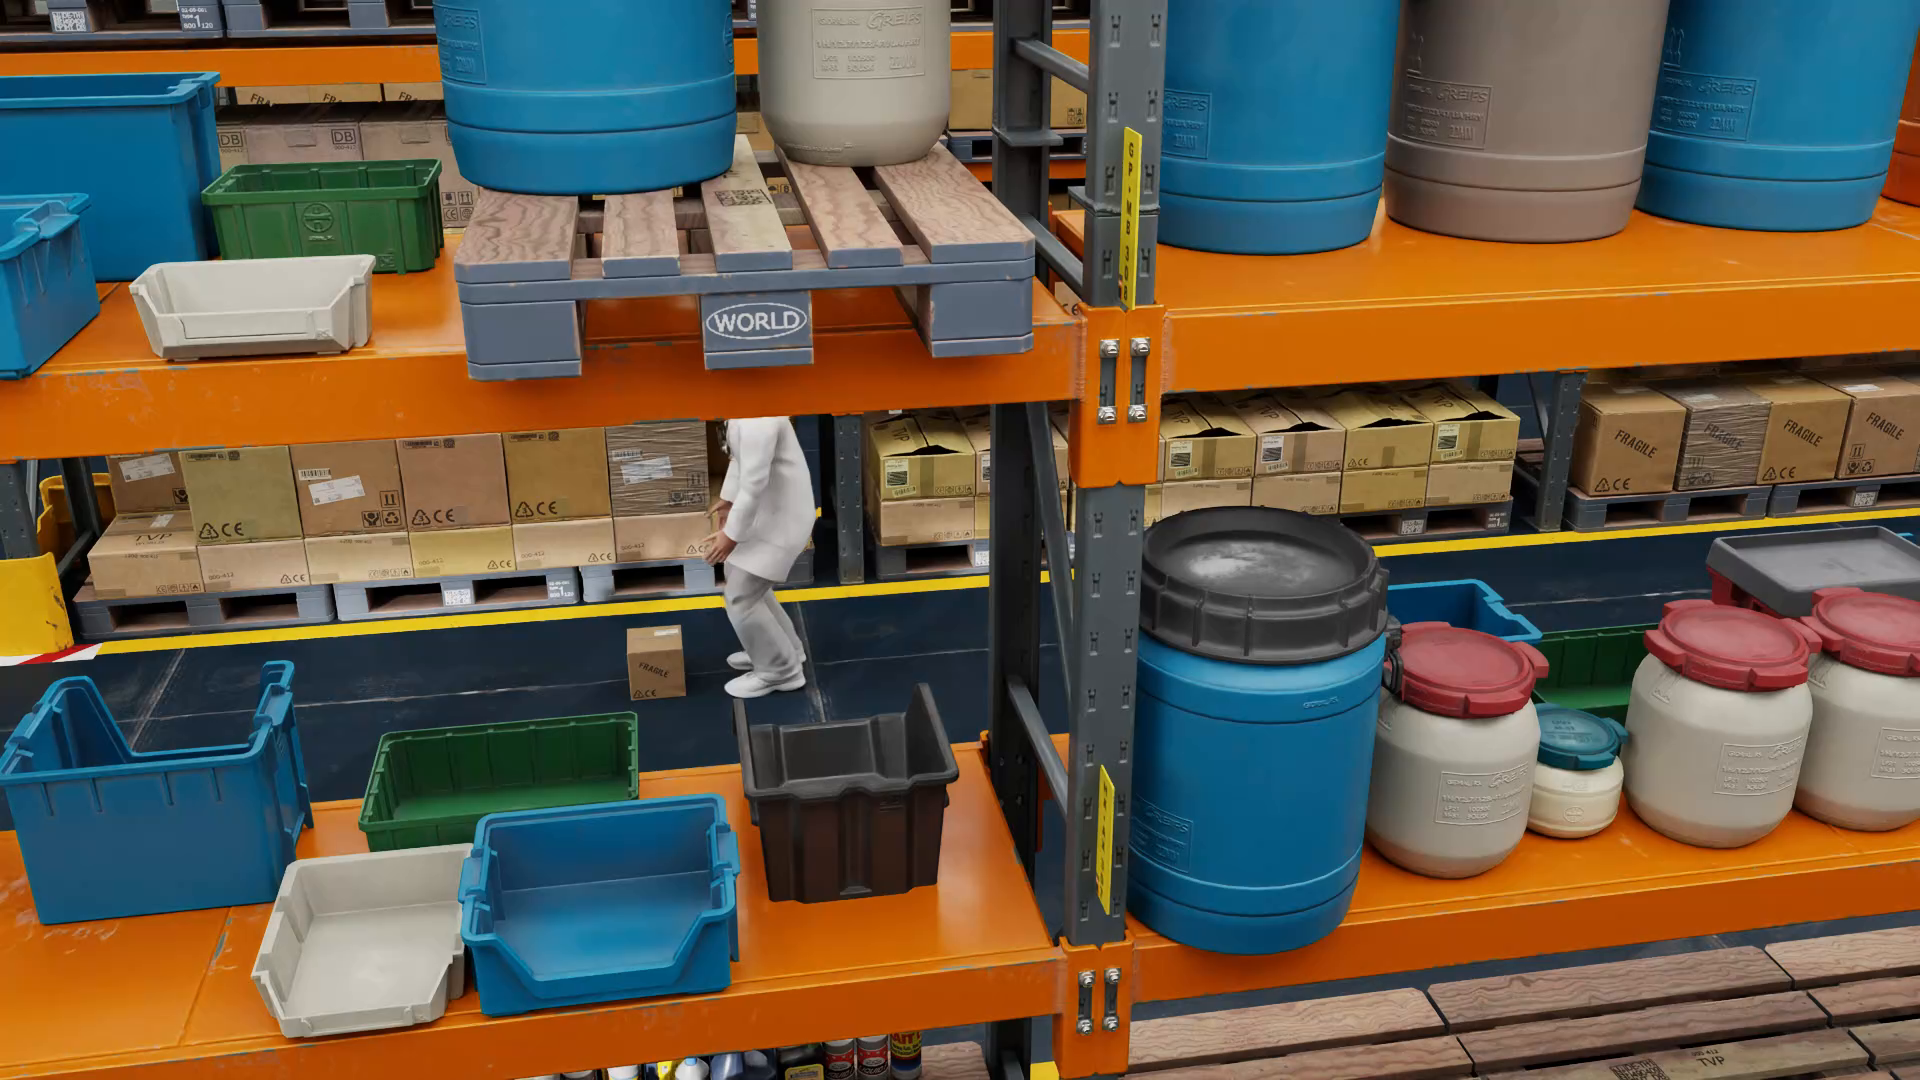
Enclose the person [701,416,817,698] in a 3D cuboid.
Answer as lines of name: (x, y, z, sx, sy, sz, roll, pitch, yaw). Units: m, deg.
person: (-0.909, -0.095, 7.511, 0.522, 1.653, 0.611, -3, 23, -8)
